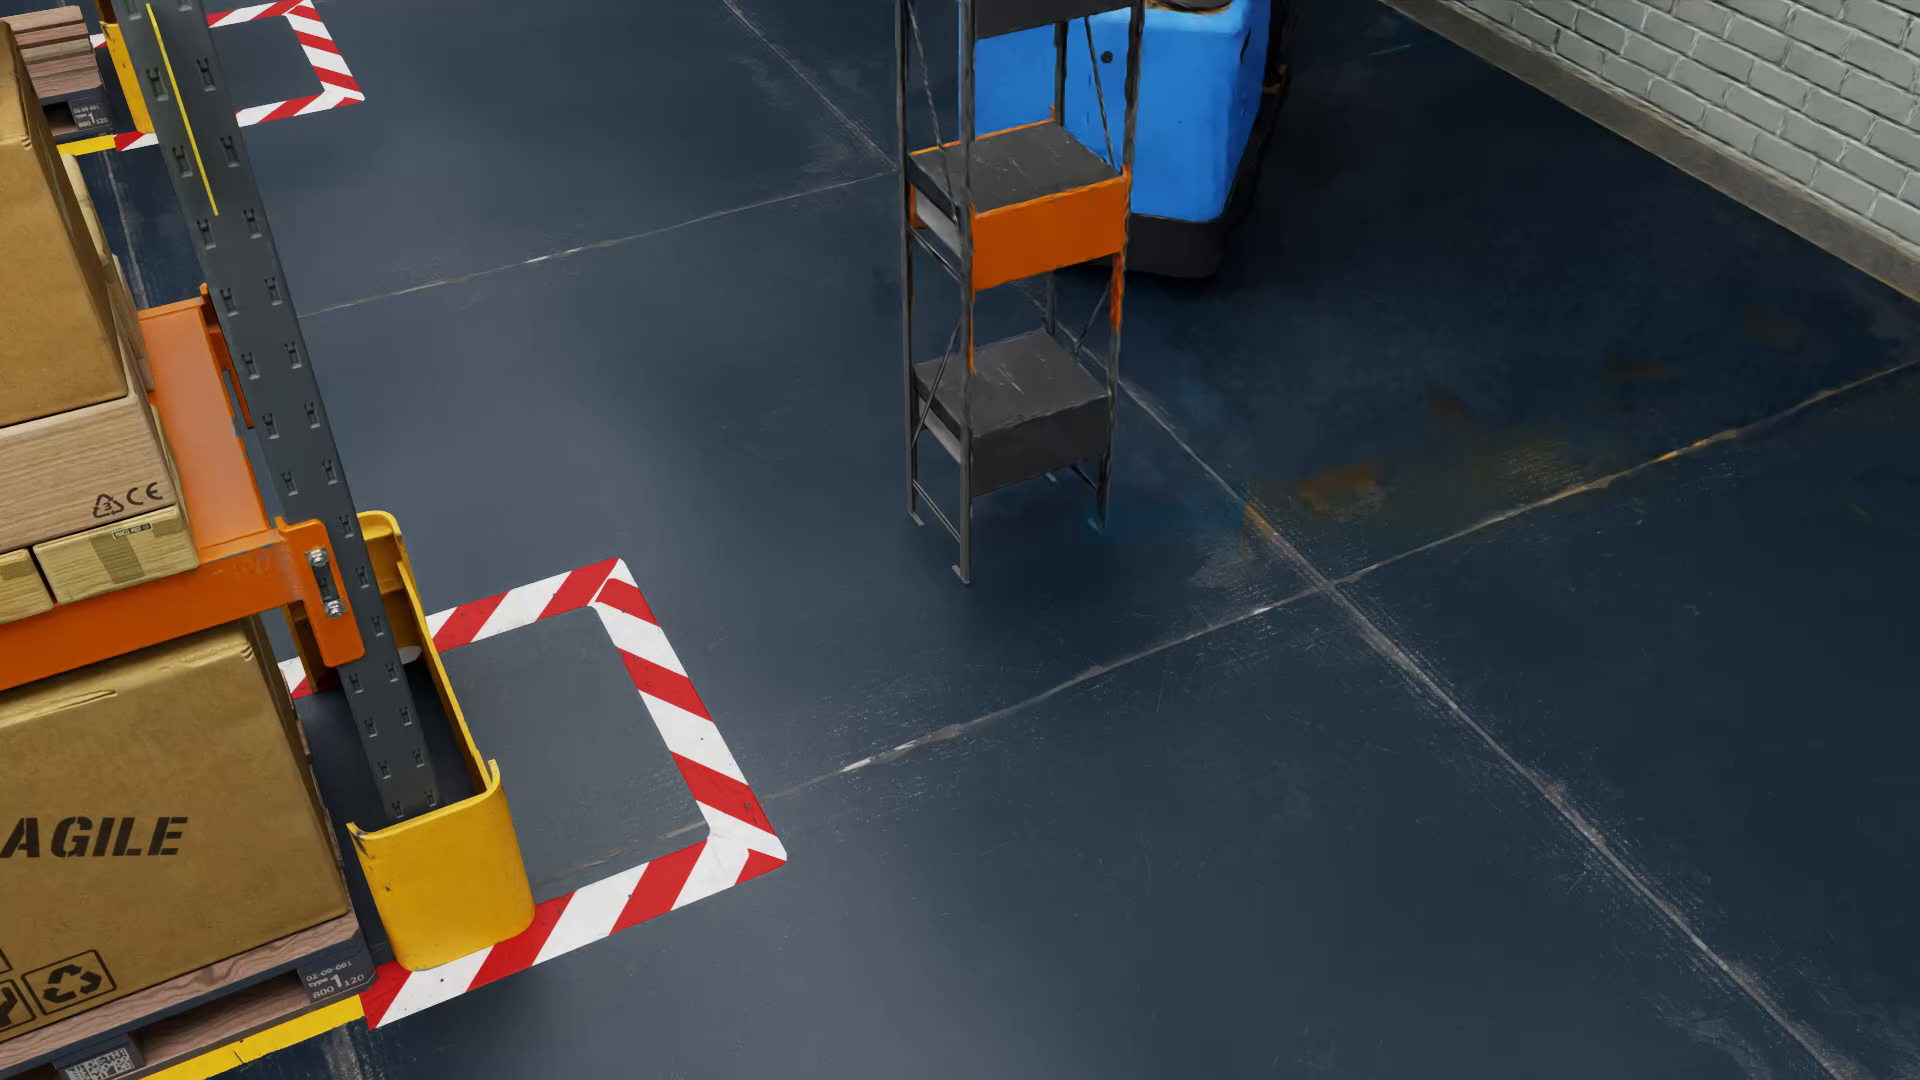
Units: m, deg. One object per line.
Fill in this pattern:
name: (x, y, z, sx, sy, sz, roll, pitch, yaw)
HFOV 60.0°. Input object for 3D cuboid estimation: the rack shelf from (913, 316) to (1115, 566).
rack shelf: (0.147, -0.306, 5.091, 0.480, 0.518, 0.431, -19, 44, -21)

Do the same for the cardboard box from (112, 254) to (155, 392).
cardboard box: (-1.947, -0.453, 3.658, 0.250, 0.149, 0.380, -18, 43, -20)

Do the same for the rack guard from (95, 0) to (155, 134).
rack guard: (-3.752, -2.365, 7.656, 0.348, 0.500, 1.175, -19, 44, -21)

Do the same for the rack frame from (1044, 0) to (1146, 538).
rack frame: (0.363, -0.924, 4.716, 0.015, 2.100, 0.400, -19, 44, -21)

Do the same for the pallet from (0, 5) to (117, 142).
pallet: (-4.517, -2.016, 7.468, 1.213, 0.211, 1.003, -19, 44, -21)

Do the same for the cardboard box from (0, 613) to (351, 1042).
cardboard box: (-2.010, 0.422, 3.750, 0.875, 0.875, 0.875, -19, 44, -21)

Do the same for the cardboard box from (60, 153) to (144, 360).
cardboard box: (-2.030, -0.534, 3.445, 0.500, 0.250, 0.500, -20, 44, -22)

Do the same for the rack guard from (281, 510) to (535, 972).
rack guard: (-1.458, 0.481, 4.295, 0.348, 0.500, 1.175, -19, 44, -21)

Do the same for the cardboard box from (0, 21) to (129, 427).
cardboard box: (-1.790, -0.512, 2.839, 0.500, 0.500, 0.500, -18, 43, -20)

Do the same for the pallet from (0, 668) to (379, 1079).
pallet: (-2.152, 0.882, 4.045, 1.213, 0.211, 1.003, -19, 44, -21)

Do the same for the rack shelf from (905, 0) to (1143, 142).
rack shelf: (0.147, -1.375, 4.187, 0.480, 0.518, 0.431, -19, 44, -21)

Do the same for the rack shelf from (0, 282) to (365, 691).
rack shelf: (-3.253, 0.406, 3.006, 4.000, 0.370, 1.077, -19, 44, -21)

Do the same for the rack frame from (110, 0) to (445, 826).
rack frame: (-1.479, -0.466, 3.479, 0.127, 3.000, 1.000, -19, 44, -21)

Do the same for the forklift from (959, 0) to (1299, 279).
forklift: (0.887, -3.070, 6.608, 1.130, 2.935, 3.031, 11, 41, 12)

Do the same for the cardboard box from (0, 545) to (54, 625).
cardboard box: (-1.873, 0.004, 3.119, 0.250, 0.149, 0.380, -18, 44, -20)

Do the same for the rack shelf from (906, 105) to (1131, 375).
rack shelf: (0.147, -0.840, 4.639, 0.480, 0.518, 0.431, -19, 44, -21)

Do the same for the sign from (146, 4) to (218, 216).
sign: (-1.241, -0.683, 2.656, 0.005, 0.325, 0.100, -19, 44, -21)

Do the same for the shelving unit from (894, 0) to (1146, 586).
shelving unit: (0.147, -0.851, 4.630, 0.503, 2.100, 0.431, -19, 44, -21)

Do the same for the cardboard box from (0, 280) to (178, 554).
cardboard box: (-1.786, -0.225, 3.081, 0.500, 0.250, 0.500, -19, 44, -21)

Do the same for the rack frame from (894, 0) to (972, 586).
rack frame: (-0.070, -0.778, 4.544, 0.015, 2.100, 0.400, -19, 44, -21)

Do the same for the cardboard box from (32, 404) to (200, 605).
cardboard box: (-1.643, -0.075, 3.211, 0.250, 0.149, 0.380, -18, 43, -20)
